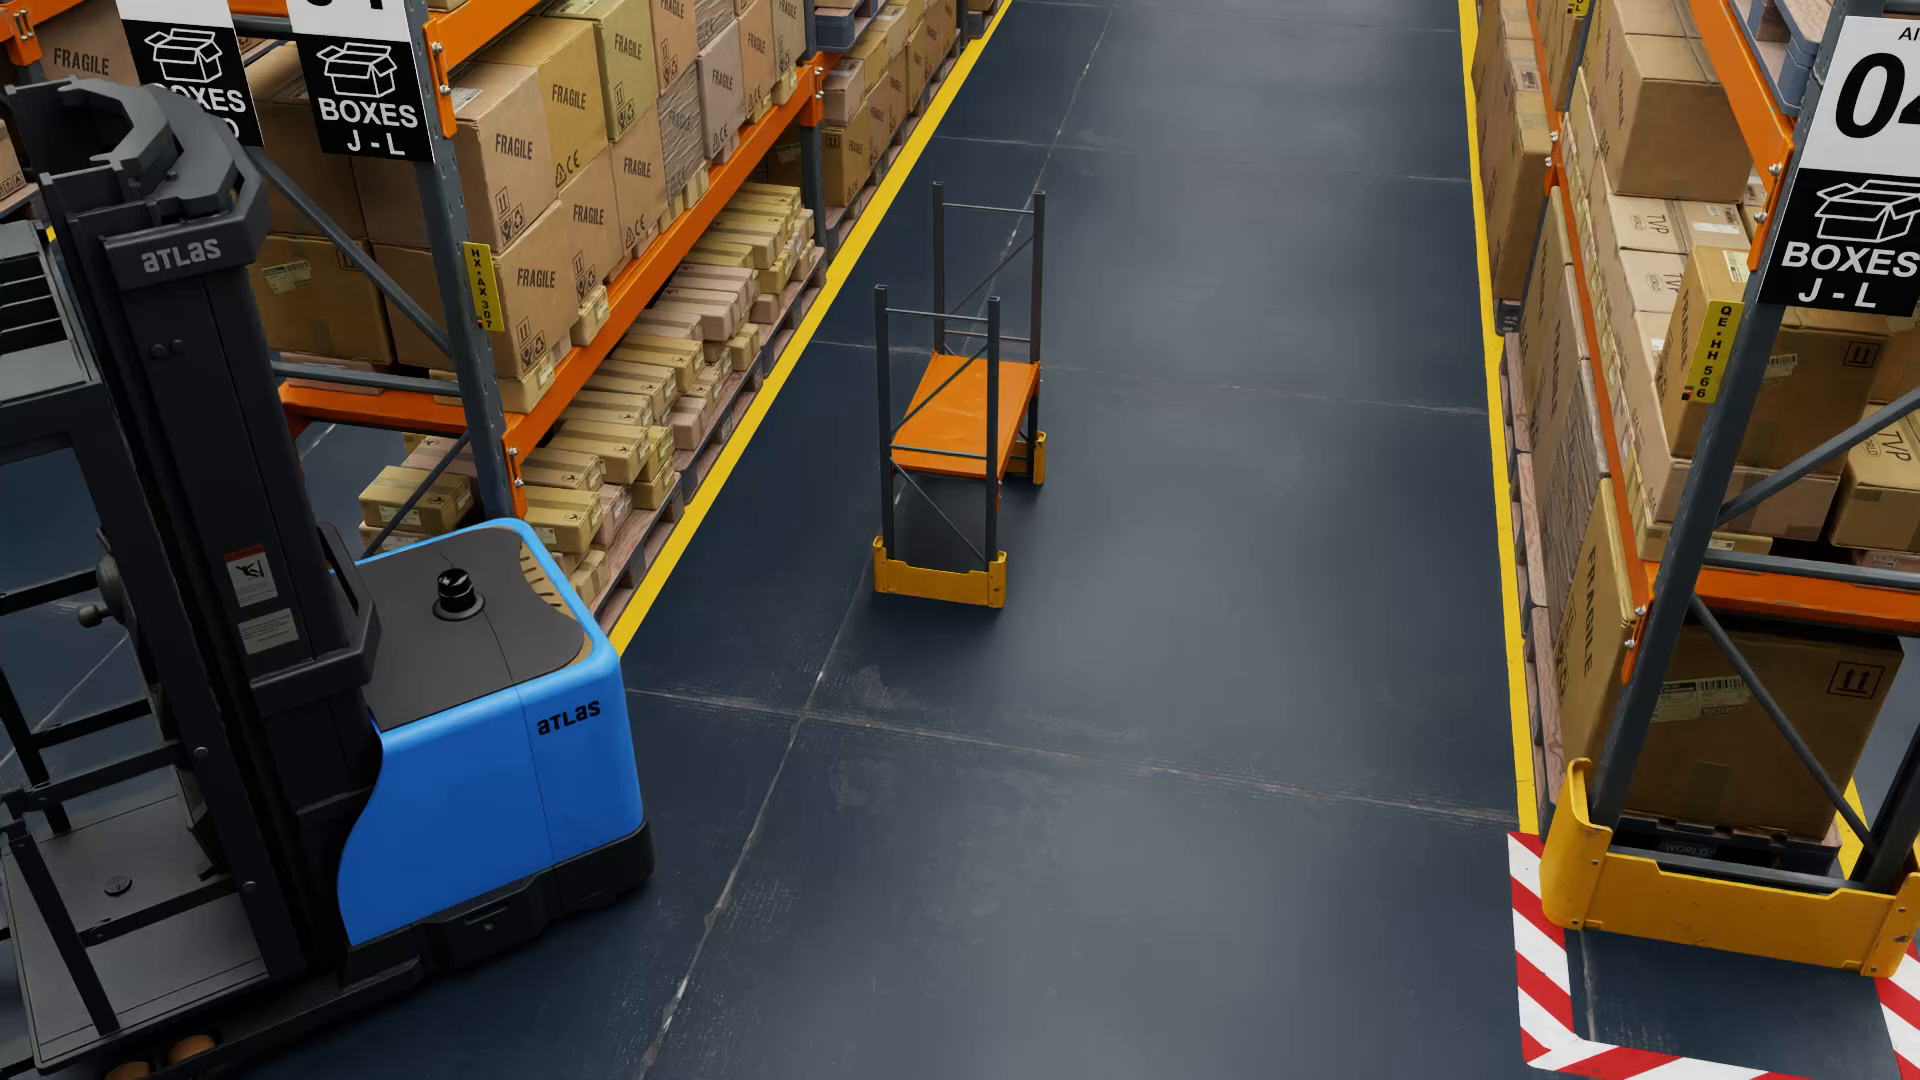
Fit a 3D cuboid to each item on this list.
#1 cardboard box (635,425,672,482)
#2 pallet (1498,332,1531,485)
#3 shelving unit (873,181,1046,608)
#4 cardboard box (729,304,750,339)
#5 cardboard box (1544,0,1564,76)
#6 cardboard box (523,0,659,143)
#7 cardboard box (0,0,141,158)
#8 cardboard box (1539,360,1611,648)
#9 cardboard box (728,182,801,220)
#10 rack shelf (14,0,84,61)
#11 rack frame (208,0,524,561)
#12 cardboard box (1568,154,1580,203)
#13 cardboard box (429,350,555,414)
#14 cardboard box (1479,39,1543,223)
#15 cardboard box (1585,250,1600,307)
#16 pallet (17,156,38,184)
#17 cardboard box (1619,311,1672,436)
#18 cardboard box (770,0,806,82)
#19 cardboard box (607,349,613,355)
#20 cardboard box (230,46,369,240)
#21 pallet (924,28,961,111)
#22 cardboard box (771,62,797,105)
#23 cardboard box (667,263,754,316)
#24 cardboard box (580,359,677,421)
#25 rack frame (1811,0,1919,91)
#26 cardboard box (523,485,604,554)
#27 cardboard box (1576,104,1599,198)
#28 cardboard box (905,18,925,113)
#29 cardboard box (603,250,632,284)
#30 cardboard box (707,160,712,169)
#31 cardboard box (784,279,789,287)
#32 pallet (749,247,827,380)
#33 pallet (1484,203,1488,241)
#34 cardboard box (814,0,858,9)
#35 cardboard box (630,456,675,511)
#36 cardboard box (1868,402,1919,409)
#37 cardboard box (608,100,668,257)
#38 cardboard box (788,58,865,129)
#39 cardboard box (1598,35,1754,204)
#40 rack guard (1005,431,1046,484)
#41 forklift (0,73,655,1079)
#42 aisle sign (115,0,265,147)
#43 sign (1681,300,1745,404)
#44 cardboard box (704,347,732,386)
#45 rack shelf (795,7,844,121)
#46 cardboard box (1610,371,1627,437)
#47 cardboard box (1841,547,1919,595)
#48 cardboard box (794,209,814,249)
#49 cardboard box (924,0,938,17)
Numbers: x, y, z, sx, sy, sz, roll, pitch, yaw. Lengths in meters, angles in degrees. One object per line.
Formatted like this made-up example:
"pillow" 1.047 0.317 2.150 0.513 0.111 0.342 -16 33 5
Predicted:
"cardboard box" -1.544 -0.413 7.581 0.380 0.149 0.250 8 37 11
"pallet" 3.292 -0.632 8.442 1.003 0.211 1.213 7 37 10
"shelving unit" 0.016 -0.651 7.370 0.587 1.500 1.083 7 37 10
"cardboard box" -1.320 -1.190 8.654 0.380 0.149 0.250 8 37 11
"cardboard box" 3.476 -2.813 8.990 0.500 0.500 0.500 8 37 11
"cardboard box" -1.558 -1.949 6.692 0.500 0.500 0.500 7 36 9
"cardboard box" -6.096 -3.104 10.930 0.875 0.875 0.875 8 37 11
"cardboard box" 2.929 -0.102 6.788 0.875 0.875 0.875 7 37 10
"cardboard box" -1.115 -1.887 9.362 0.380 0.149 0.250 8 37 11
"rack shelf" -5.723 -4.285 11.719 1.077 0.370 4.000 7 37 10
"rack frame" -2.147 -0.573 5.985 1.000 3.000 0.127 7 37 10
"cardboard box" 3.031 -1.656 7.692 0.380 0.149 0.250 8 37 11
"cardboard box" -1.758 -0.616 6.258 0.380 0.149 0.250 7 37 10
"cardboard box" 3.838 -2.379 9.928 1.225 0.875 0.875 6 36 8
"cardboard box" 2.811 -1.064 6.875 0.380 0.149 0.250 6 36 9
"pallet" -6.059 -2.752 11.367 1.003 0.211 1.213 7 37 10
"cardboard box" 2.630 -0.555 5.835 0.500 0.250 0.500 7 36 9
"cardboard box" -1.120 -2.715 8.601 0.500 0.500 0.500 7 37 10
"cardboard box" -1.924 -1.089 8.514 0.380 0.149 0.250 7 37 10
"cardboard box" -2.293 -1.433 5.980 0.500 0.500 0.500 7 36 9
"pallet" -0.607 -3.583 12.514 1.003 0.211 1.213 7 37 10
"cardboard box" -1.074 -2.411 8.734 0.380 0.149 0.250 6 36 9
"cardboard box" -1.276 -1.286 8.533 0.380 0.149 0.250 6 36 8
"cardboard box" -1.543 -0.700 7.724 0.380 0.149 0.250 9 37 12
"rack frame" 2.677 -2.323 3.287 1.000 3.000 0.127 7 37 10
"cardboard box" -1.704 -0.088 6.880 0.380 0.149 0.250 6 36 8
"cardboard box" 3.064 -1.726 7.449 0.500 0.250 0.500 7 37 10
"cardboard box" -0.535 -3.305 11.527 0.500 0.500 0.500 6 36 8
"cardboard box" -1.631 -1.233 7.110 0.380 0.149 0.250 7 37 10
"cardboard box" -1.404 -1.821 7.921 0.380 0.149 0.250 7 36 9
"cardboard box" -1.181 -1.476 9.302 0.380 0.149 0.250 8 37 11
"pallet" -1.402 -1.348 9.430 1.003 0.211 1.213 7 37 10
"pallet" 3.881 -2.211 10.621 1.003 0.211 1.213 7 37 10
"cardboard box" -0.760 -3.103 9.332 0.380 0.149 0.250 6 36 8
"cardboard box" -1.539 -0.286 7.660 0.380 0.149 0.250 8 37 11
"cardboard box" 3.147 -0.494 5.749 0.500 0.250 0.500 7 37 9
"cardboard box" -1.575 -1.546 6.989 0.500 0.500 0.500 8 37 11
"cardboard box" -0.877 -2.719 10.078 0.500 0.250 0.500 6 36 8
"cardboard box" 2.960 -1.728 6.813 0.500 0.500 0.500 6 36 8
"rack guard" 0.123 -0.430 8.131 0.587 0.250 0.087 7 37 10
"forklift" -2.629 0.269 4.882 3.031 2.935 1.130 -20 40 -25
"aisle sign" -2.456 -1.622 5.216 0.394 0.787 0.004 7 37 10
"sign" 2.149 -0.535 4.743 0.100 0.325 0.005 7 37 10
"cardboard box" -1.386 -0.880 8.480 0.380 0.149 0.250 8 37 11
"rack shelf" -0.866 -3.722 10.942 1.077 0.370 4.000 7 37 10
"cardboard box" 2.594 -0.474 6.062 0.380 0.149 0.250 8 37 11
"cardboard box" 3.075 0.046 5.345 0.380 0.149 0.250 8 37 10
"cardboard box" -1.050 -1.782 9.471 0.380 0.149 0.250 8 37 11
"cardboard box" -0.426 -3.906 11.716 0.500 0.250 0.500 8 37 11
